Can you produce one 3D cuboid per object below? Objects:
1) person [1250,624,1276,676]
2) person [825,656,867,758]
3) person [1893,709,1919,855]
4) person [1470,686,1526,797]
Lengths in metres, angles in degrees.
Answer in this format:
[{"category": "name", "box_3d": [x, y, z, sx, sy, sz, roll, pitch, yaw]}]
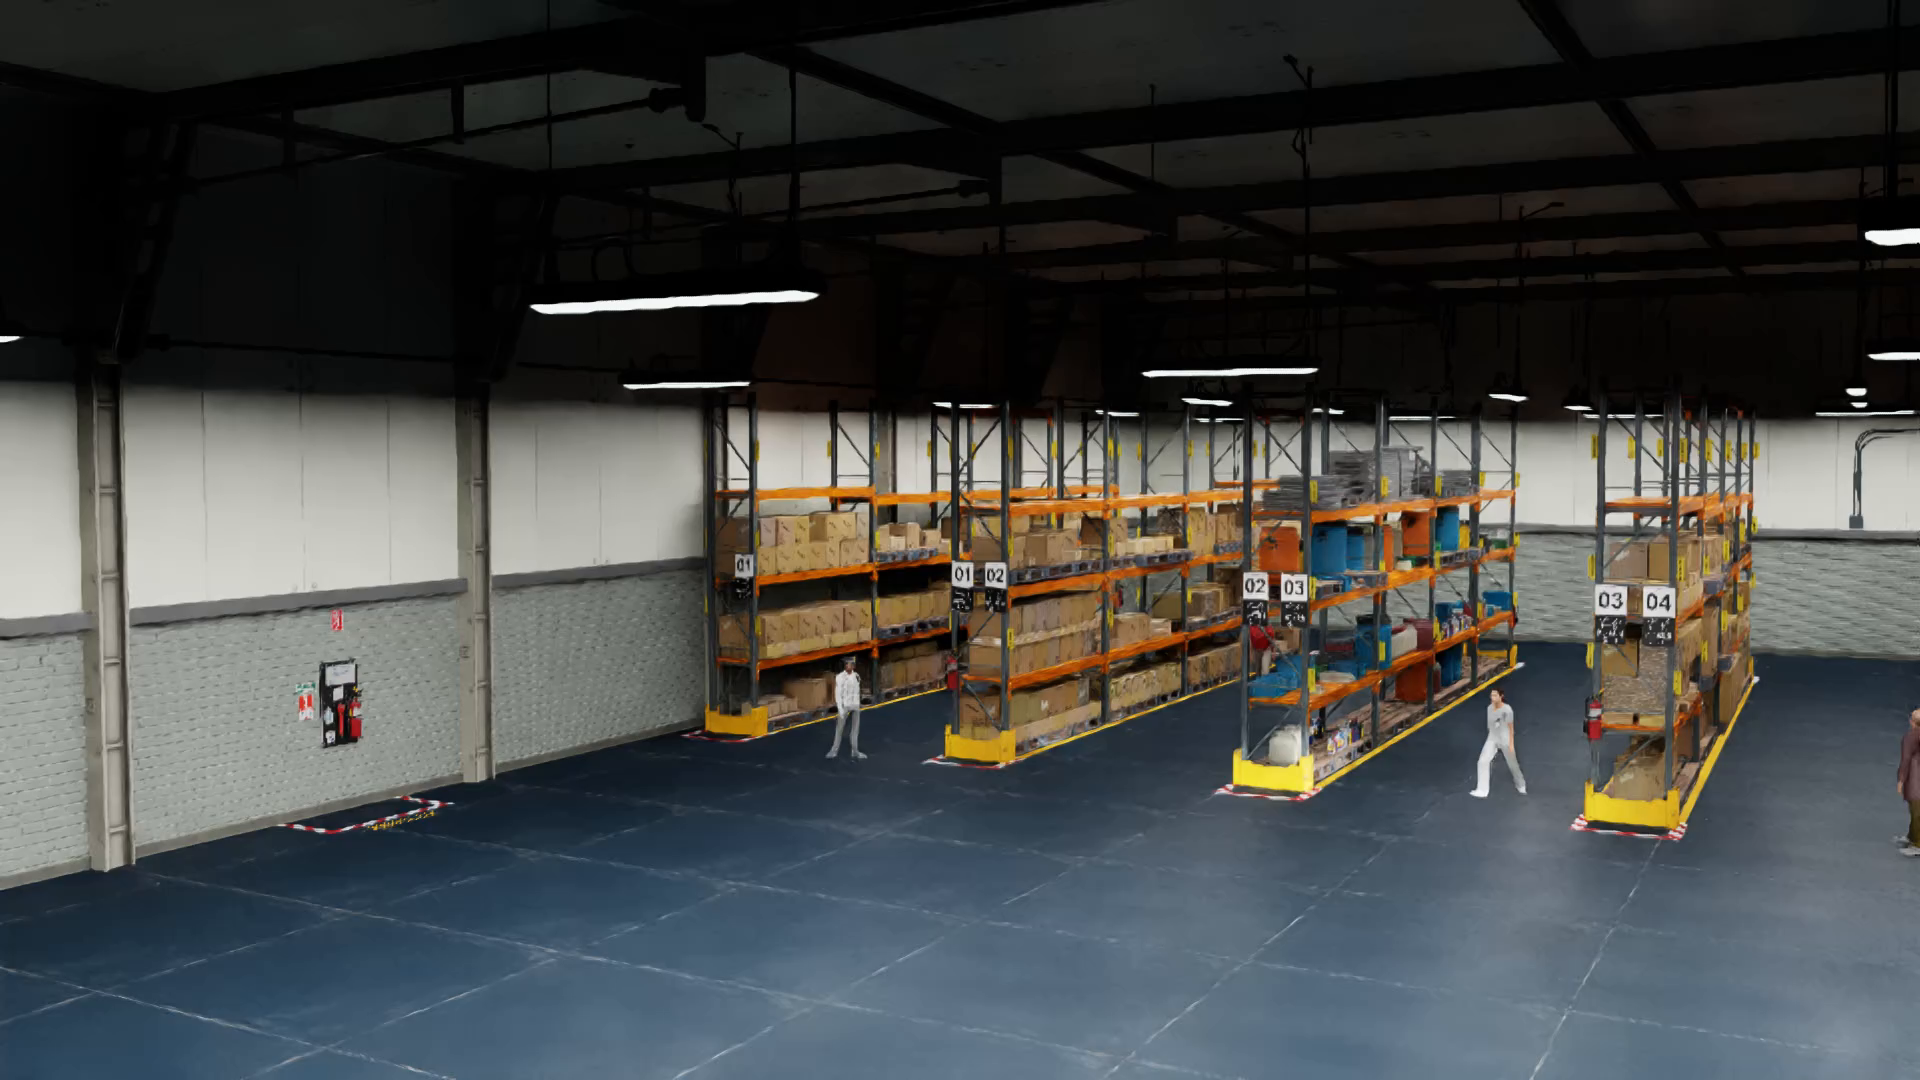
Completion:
[{"category": "person", "box_3d": [6.172, 2.308, 34.219, 0.534, 1.641, 1.115, 2, 3, 27]}, {"category": "person", "box_3d": [-1.867, 2.708, 26.997, 0.637, 1.677, 0.430, -2, 4, -31]}, {"category": "person", "box_3d": [11.864, 2.977, 20.662, 0.677, 1.775, 0.636, -2, 4, -29]}, {"category": "person", "box_3d": [7.809, 2.899, 23.993, 0.958, 1.612, 0.482, -3, 4, -40]}]
